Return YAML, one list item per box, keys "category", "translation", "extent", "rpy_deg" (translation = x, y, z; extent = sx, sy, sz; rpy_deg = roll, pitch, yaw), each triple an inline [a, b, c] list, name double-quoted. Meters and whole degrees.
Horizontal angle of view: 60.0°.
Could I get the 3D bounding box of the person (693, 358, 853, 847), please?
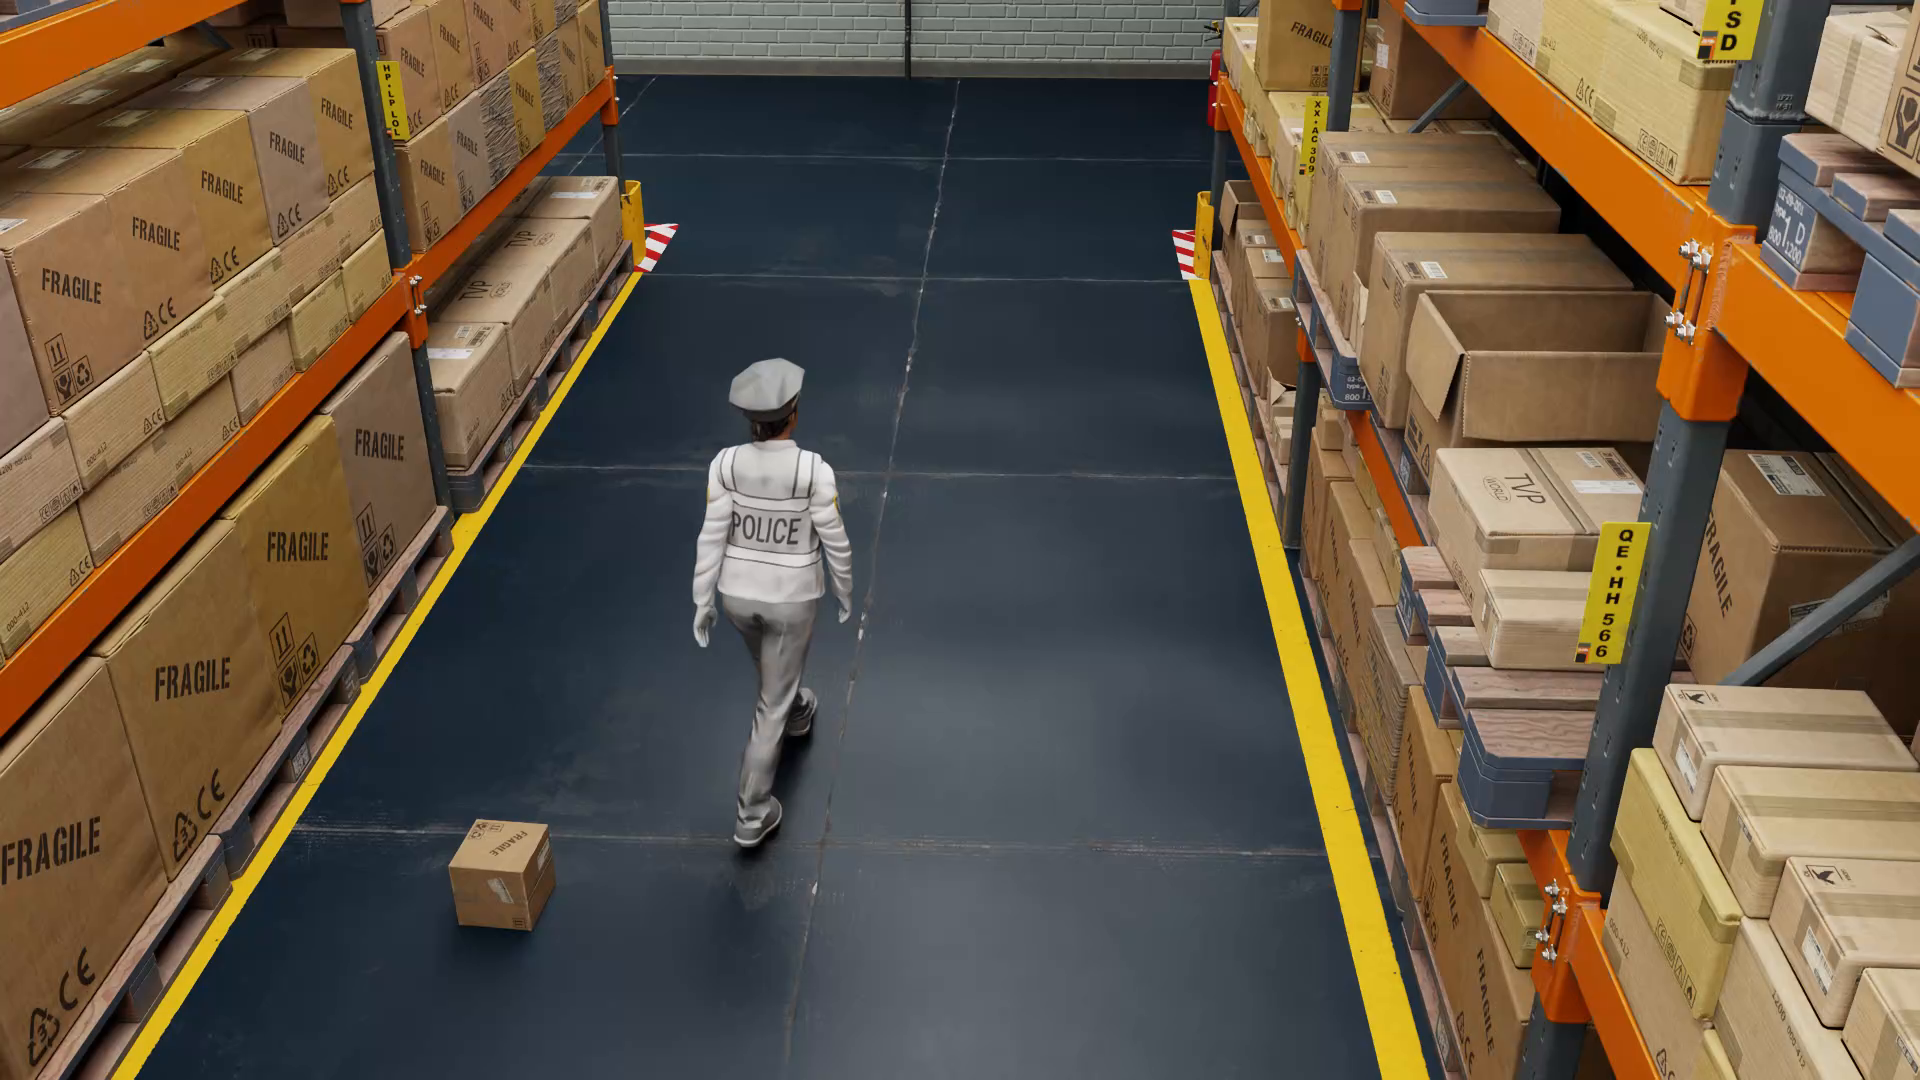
- category: "person"
  translation: [-0.617, 0.156, 5.792]
  extent: [0.514, 1.616, 0.969]
  rpy_deg: [8, 29, 15]
